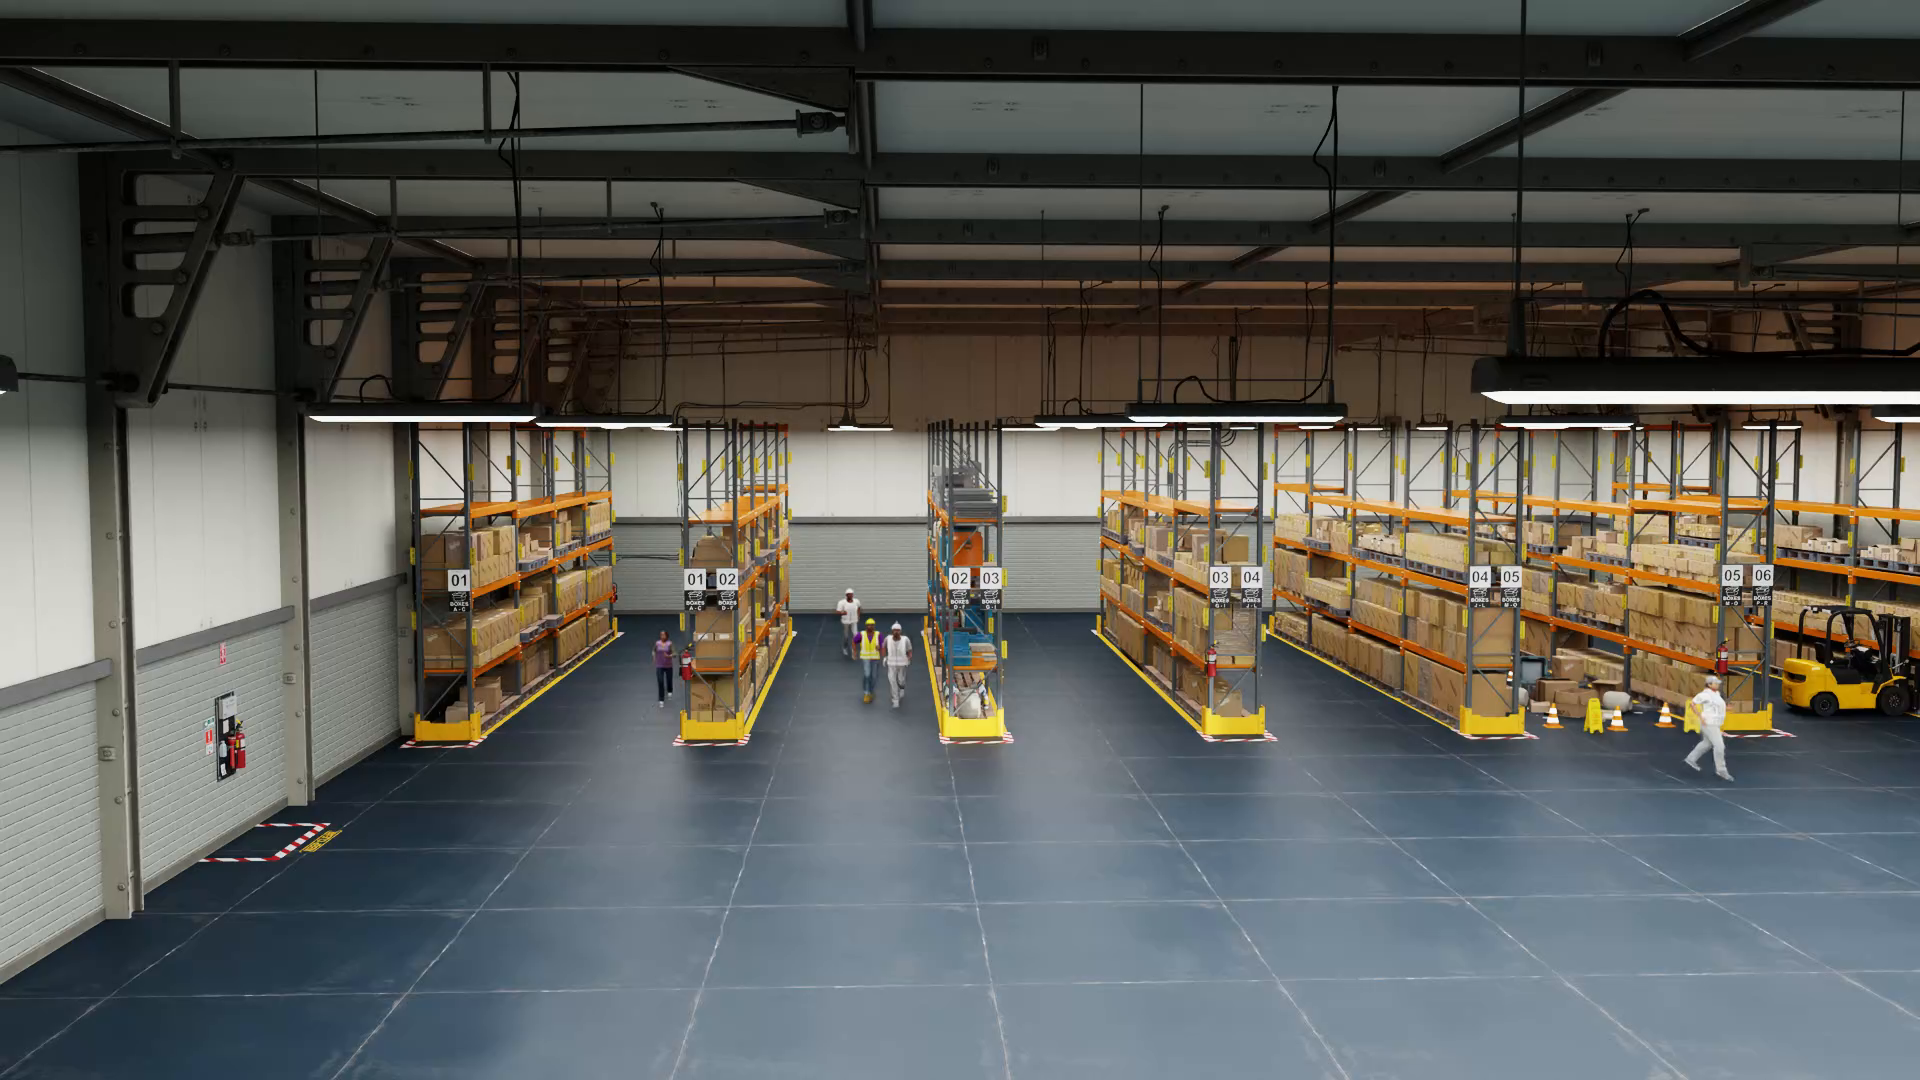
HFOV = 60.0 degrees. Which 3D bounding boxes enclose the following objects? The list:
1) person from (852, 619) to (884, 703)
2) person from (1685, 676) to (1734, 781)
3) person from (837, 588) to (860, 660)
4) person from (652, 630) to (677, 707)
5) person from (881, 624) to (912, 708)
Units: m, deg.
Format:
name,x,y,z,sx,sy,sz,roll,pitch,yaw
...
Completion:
name,x,y,z,sx,sy,sz,roll,pitch,yaw
person,-1.920,2.576,35.472,0.670,1.798,0.728,-1,4,-14
person,12.520,3.104,27.742,0.873,1.698,0.594,4,5,44
person,-2.818,2.132,42.302,0.635,1.815,0.841,-1,4,-11
person,-6.212,2.677,34.932,0.540,1.573,0.889,0,4,-4
person,-1.333,2.614,35.022,0.663,1.746,0.813,0,4,1
